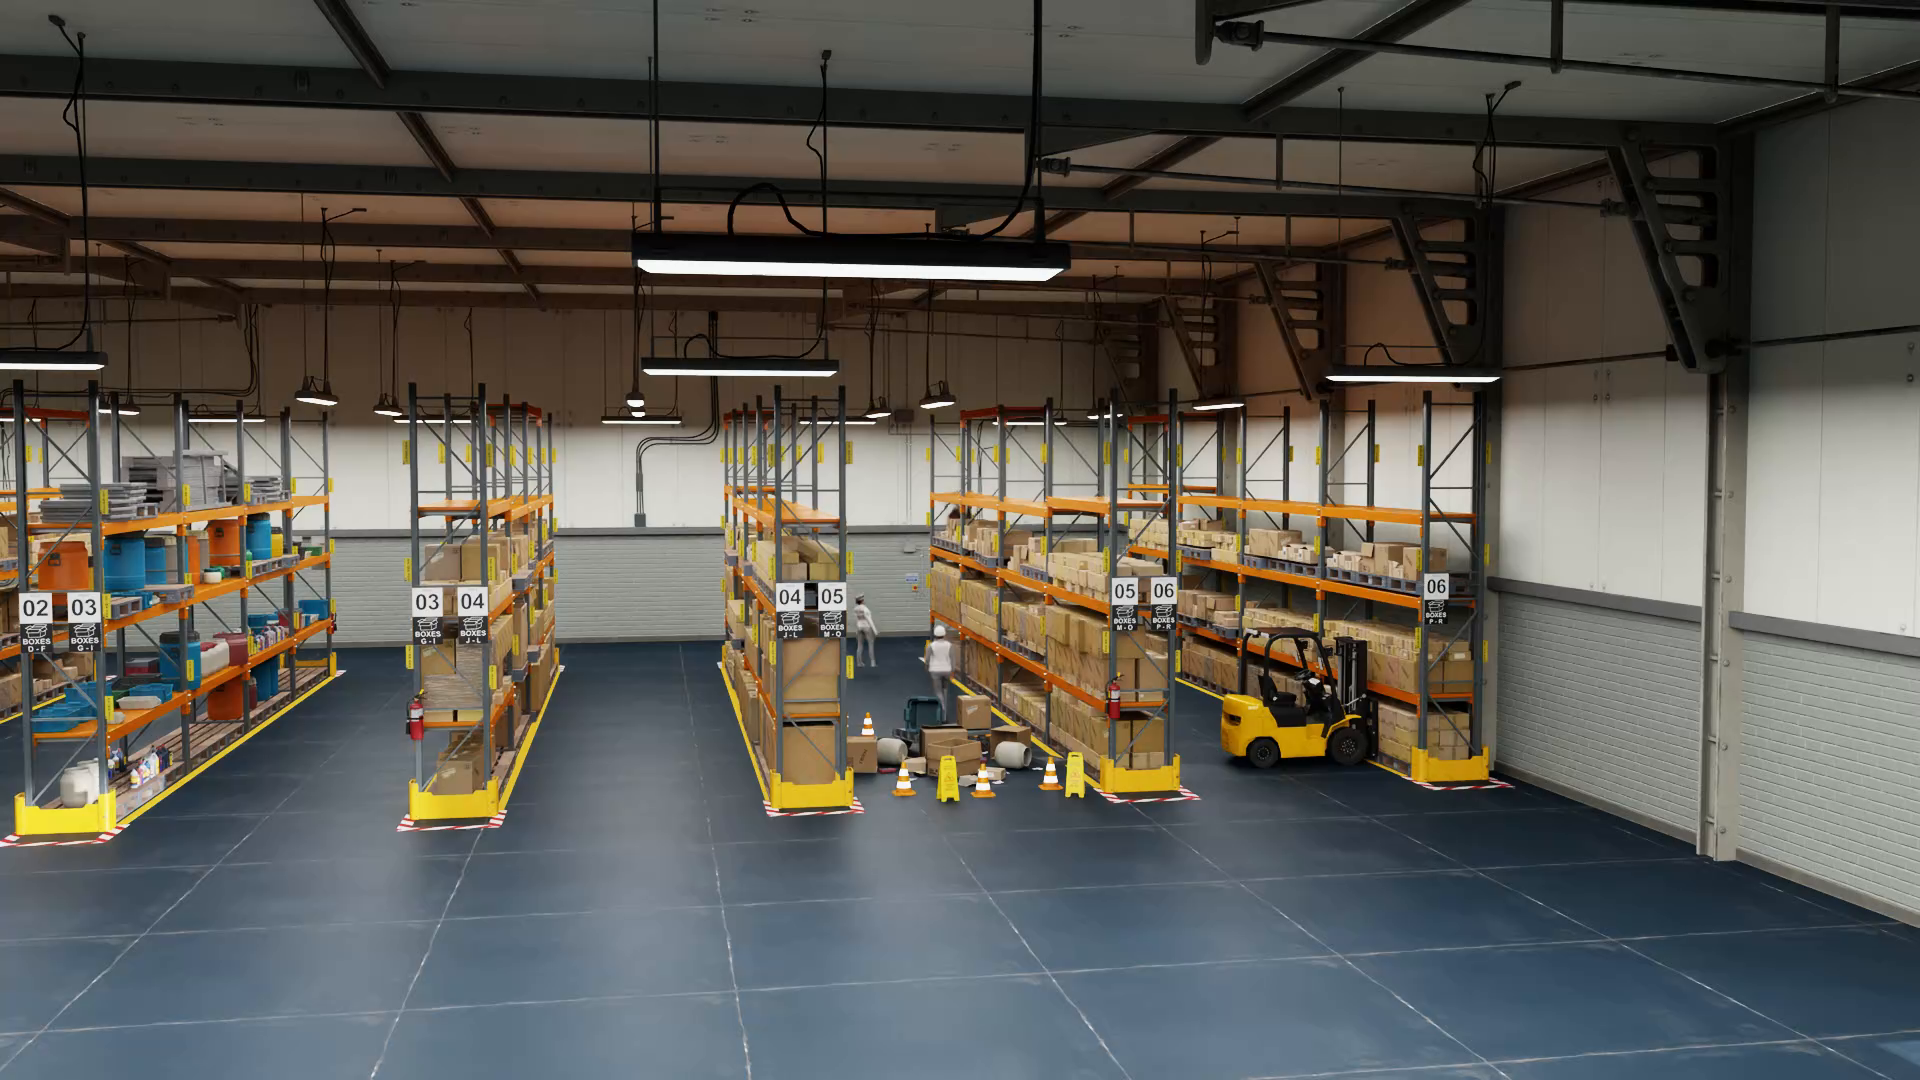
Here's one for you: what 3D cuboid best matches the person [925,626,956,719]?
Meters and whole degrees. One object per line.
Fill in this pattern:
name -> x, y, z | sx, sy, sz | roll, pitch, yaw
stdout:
person -> -0.395, 2.516, 31.540 | 0.533, 1.799, 0.689 | -1, 3, -23

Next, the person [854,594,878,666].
person -> -2.148, 2.059, 37.927 | 0.576, 1.680, 0.468 | 2, 3, 32
